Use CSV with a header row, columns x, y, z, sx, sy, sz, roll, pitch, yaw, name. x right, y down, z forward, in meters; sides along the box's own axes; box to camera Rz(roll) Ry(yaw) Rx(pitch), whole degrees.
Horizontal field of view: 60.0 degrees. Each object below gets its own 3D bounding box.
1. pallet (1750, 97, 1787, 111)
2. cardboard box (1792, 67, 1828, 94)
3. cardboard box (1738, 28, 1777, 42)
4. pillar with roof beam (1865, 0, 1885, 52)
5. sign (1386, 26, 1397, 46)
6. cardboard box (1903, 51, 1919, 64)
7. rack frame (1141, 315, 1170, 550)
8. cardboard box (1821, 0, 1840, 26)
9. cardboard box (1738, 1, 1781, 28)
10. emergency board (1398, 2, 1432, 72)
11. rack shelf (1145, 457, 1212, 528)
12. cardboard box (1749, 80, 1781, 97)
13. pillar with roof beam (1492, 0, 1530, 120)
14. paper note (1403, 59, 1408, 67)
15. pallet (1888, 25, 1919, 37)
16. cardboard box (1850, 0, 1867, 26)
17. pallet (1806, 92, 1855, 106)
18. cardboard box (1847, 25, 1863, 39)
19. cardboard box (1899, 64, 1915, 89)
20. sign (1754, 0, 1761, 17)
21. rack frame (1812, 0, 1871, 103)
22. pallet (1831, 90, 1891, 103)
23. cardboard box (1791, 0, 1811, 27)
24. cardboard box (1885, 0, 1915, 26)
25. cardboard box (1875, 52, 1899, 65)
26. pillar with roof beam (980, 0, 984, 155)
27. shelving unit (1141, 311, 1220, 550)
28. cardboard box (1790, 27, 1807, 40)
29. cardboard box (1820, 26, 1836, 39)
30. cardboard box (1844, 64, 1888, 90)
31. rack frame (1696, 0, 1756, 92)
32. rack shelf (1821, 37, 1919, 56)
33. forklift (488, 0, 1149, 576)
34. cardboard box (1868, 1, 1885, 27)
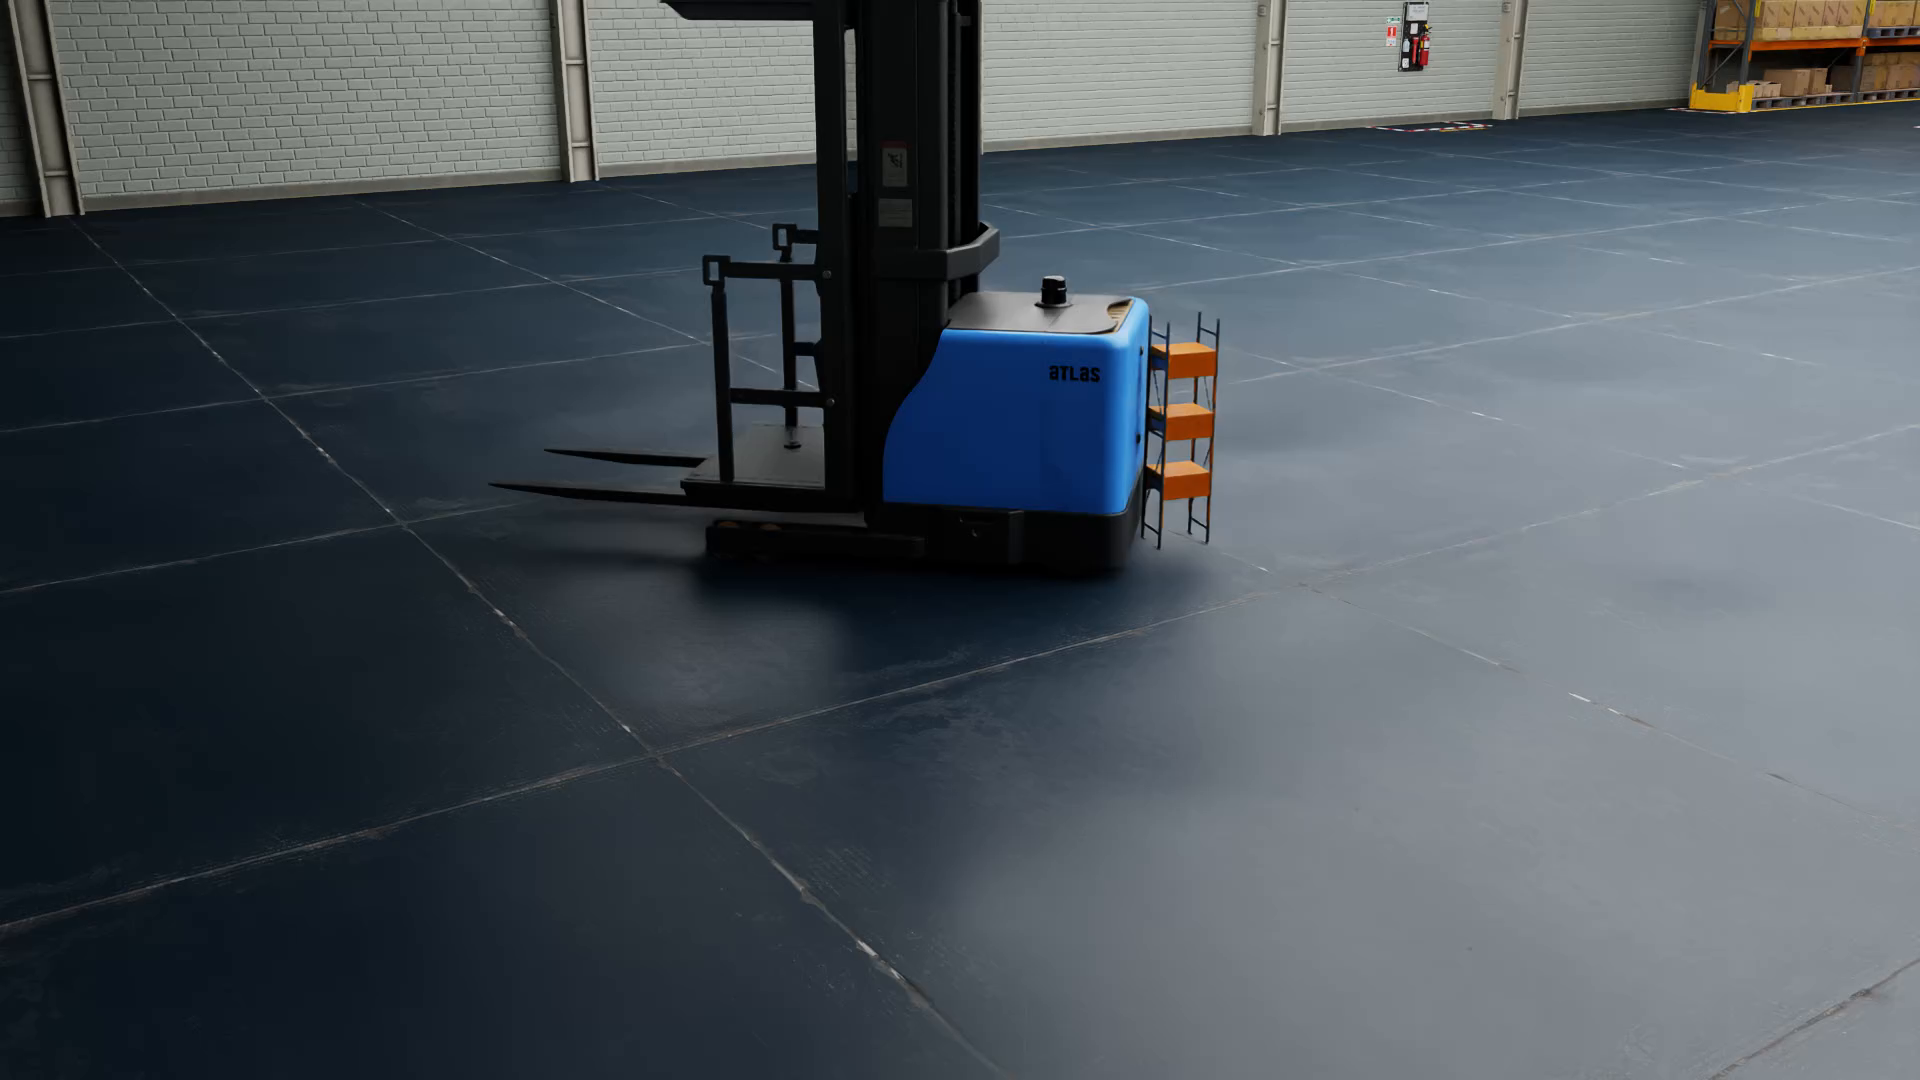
x,y,z,sx,sy,sz,roll,pitch,yaw,name
15.783,-8.782,33.391,1.213,0.211,1.003,-12,22,-31,pallet
17.517,-9.491,34.351,0.500,0.500,0.500,-14,23,-35,cardboard box
15.604,-9.895,32.533,0.500,0.250,0.500,-13,22,-33,cardboard box
22.509,-13.058,32.318,0.400,9.000,9.100,-12,22,-31,pillar with roof beam
7.516,-8.775,28.963,0.234,0.329,0.001,-12,22,-31,sign
20.620,-10.520,36.223,0.500,0.250,0.500,-11,22,-30,cardboard box
0.883,-0.481,7.528,0.008,1.050,0.200,-6,20,-18,rack frame
17.297,-10.613,33.485,0.500,0.500,0.500,-13,22,-33,cardboard box
15.585,-10.253,32.421,0.500,0.500,0.500,-12,22,-31,cardboard box
8.034,-8.828,29.175,0.643,1.169,0.194,-12,22,-31,emergency board
0.998,-0.221,7.659,0.240,0.259,0.215,-6,20,-18,rack shelf
16.125,-9.088,33.456,0.500,0.311,0.500,-10,21,-27,cardboard box
12.487,-10.944,26.065,0.400,9.000,9.100,-12,22,-31,pillar with roof beam
7.849,-8.398,29.278,0.142,0.148,0.016,-12,22,-31,paper note
20.072,-10.914,35.644,1.213,0.211,1.003,-12,22,-31,pallet
18.137,-10.788,34.003,0.500,0.500,0.500,-12,22,-32,cardboard box
17.821,-9.211,34.662,1.213,0.211,1.003,-12,22,-31,pallet
18.133,-10.434,34.128,0.500,0.250,0.500,-12,22,-31,cardboard box
20.237,-10.093,36.133,0.500,0.500,0.700,-12,22,-32,cardboard box
15.320,-10.221,31.941,0.005,0.325,0.100,-12,22,-31,sign
18.362,-10.660,34.593,0.127,3.000,1.000,-12,22,-31,rack frame
19.012,-9.477,35.447,1.213,0.211,1.003,-12,22,-31,pallet
16.439,-10.427,32.935,0.500,0.500,0.500,-13,22,-33,cardboard box
19.809,-11.217,35.398,0.500,0.500,0.700,-9,21,-24,cardboard box
19.766,-10.345,35.706,0.500,0.250,0.500,-13,22,-33,cardboard box
2.465,-8.830,19.813,0.400,9.000,9.100,-12,22,-31,pillar with roof beam
0.998,-0.494,7.565,0.252,1.050,0.215,-6,20,-18,shelving unit
16.458,-10.078,33.076,0.500,0.250,0.500,-12,22,-32,cardboard box
17.301,-10.256,33.600,0.500,0.250,0.500,-12,22,-32,cardboard box
19.372,-9.923,35.629,0.500,0.500,0.700,-12,22,-32,cardboard box
15.021,-9.956,32.509,0.127,3.000,1.000,-12,22,-31,rack frame
20.033,-10.672,35.751,4.000,0.370,1.077,-12,22,-31,rack shelf
-0.679,-1.452,7.464,3.031,2.935,1.130,4,19,11,forklift
18.806,-10.996,34.745,0.500,0.500,0.700,-12,22,-31,cardboard box
